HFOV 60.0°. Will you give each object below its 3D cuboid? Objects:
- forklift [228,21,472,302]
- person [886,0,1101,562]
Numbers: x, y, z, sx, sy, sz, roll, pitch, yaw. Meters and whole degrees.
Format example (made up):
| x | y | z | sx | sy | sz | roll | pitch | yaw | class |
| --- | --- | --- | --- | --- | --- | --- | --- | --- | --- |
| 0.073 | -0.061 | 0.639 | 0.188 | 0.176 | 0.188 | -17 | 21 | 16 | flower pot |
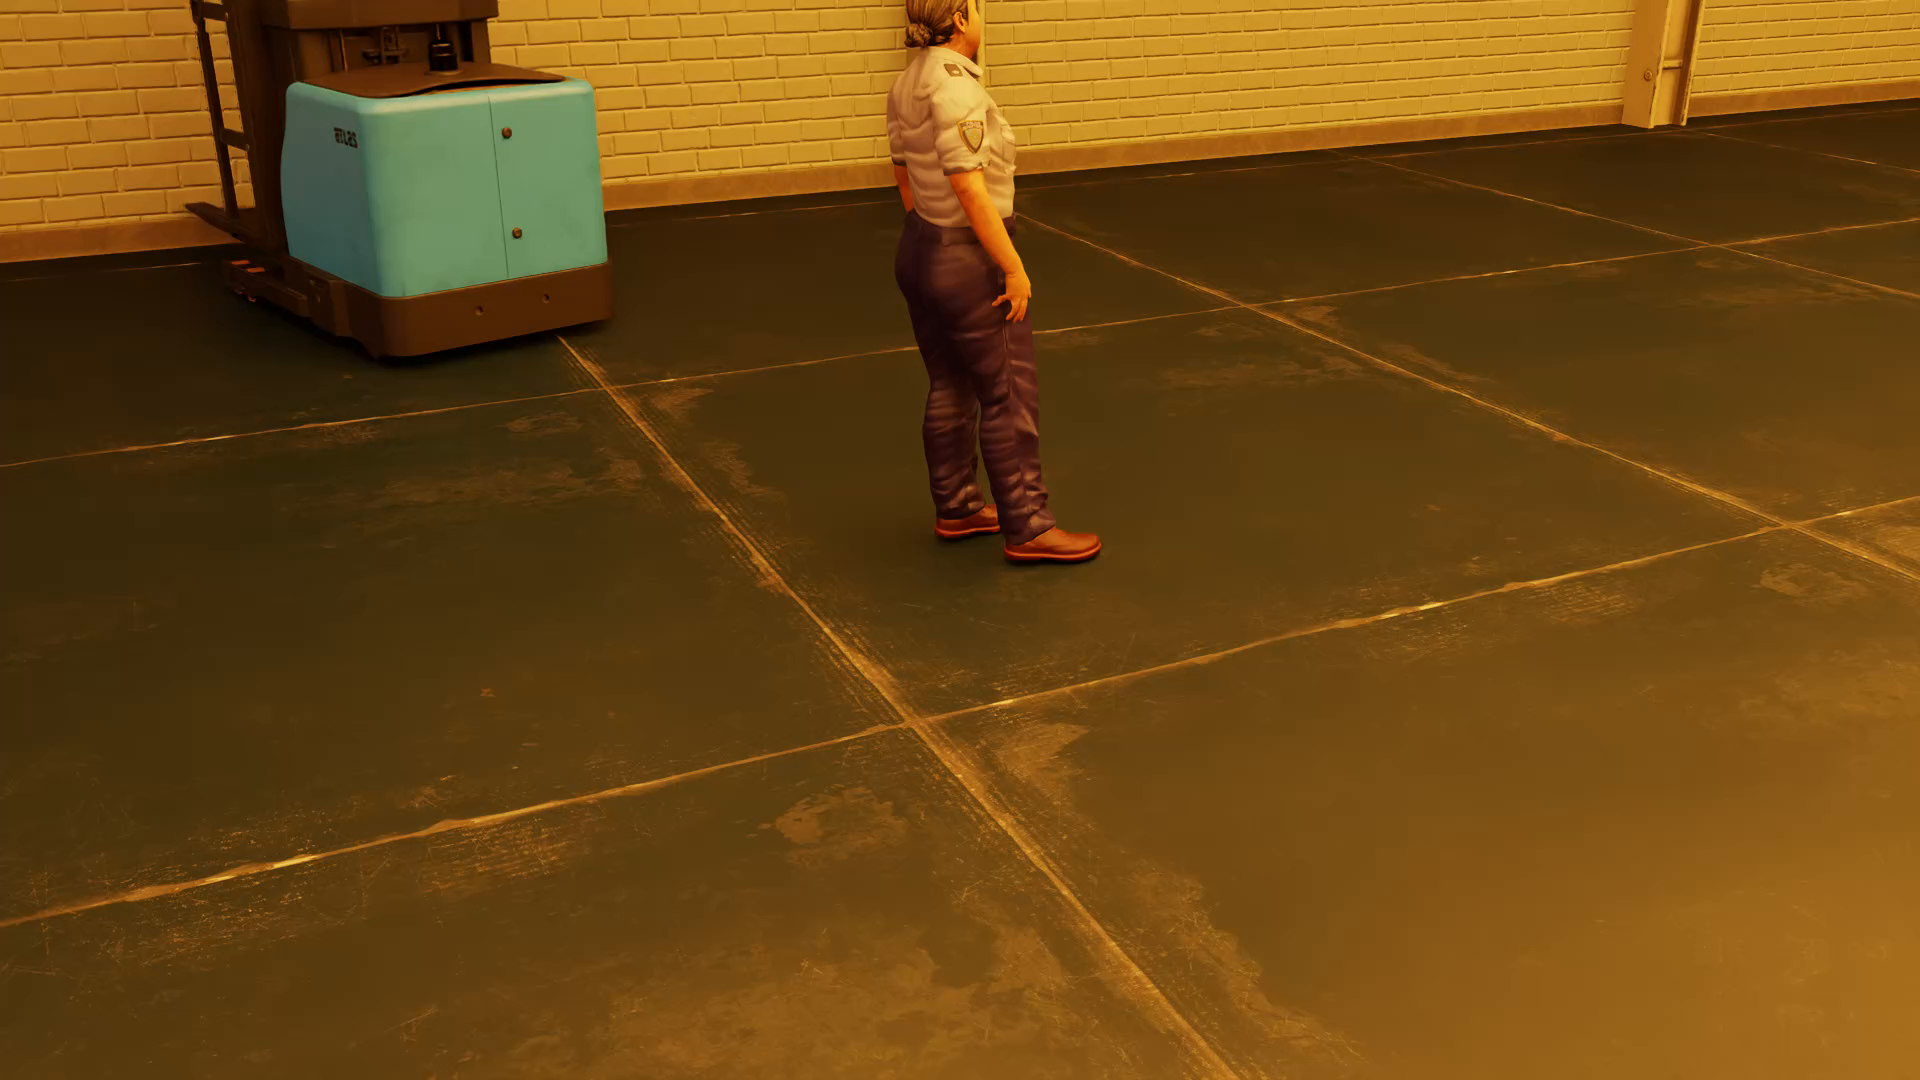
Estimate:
| x | y | z | sx | sy | sz | roll | pitch | yaw | class |
| --- | --- | --- | --- | --- | --- | --- | --- | --- | --- |
| -2.856 | -2.578 | 7.492 | 1.121 | 2.935 | 3.031 | -19 | 29 | -37 | forklift |
| 0.091 | -0.775 | 4.803 | 0.503 | 1.651 | 0.598 | -10 | 25 | -23 | person |
